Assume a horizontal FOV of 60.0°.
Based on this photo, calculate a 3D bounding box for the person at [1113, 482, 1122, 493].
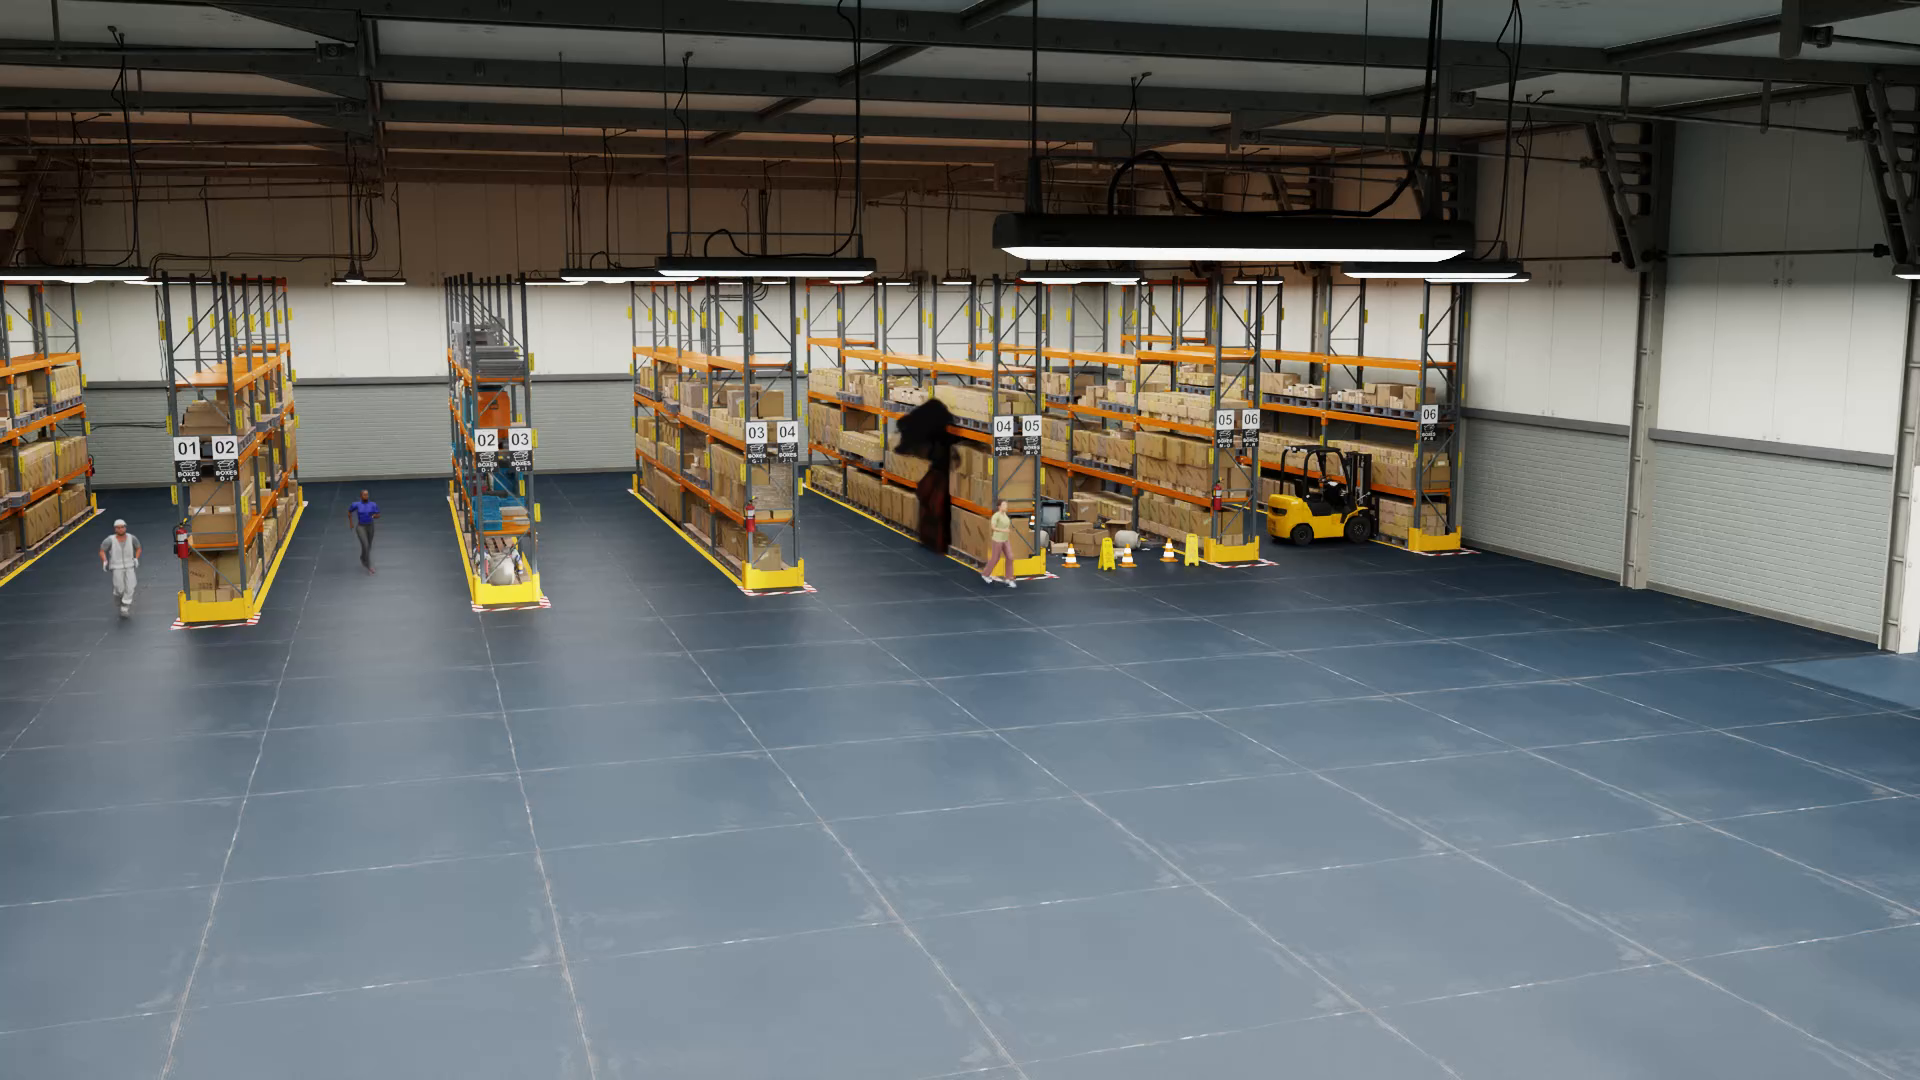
[{"bbox_3d":[4.620,-2.132,46.275,0.644,1.732,0.948,-6,11,-36],"label":"person"}]

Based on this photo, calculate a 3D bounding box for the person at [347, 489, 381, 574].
[{"bbox_3d":[-12.082,-0.199,33.791,0.559,1.683,0.882,-7,11,-40],"label":"person"}]

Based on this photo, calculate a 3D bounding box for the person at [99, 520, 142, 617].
[{"bbox_3d":[-14.749,0.482,29.279,0.671,1.723,0.614,-6,11,-36],"label":"person"}]

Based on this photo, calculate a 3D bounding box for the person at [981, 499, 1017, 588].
[{"bbox_3d":[0.763,0.055,32.198,0.790,1.721,0.590,7,11,38],"label":"person"}]
